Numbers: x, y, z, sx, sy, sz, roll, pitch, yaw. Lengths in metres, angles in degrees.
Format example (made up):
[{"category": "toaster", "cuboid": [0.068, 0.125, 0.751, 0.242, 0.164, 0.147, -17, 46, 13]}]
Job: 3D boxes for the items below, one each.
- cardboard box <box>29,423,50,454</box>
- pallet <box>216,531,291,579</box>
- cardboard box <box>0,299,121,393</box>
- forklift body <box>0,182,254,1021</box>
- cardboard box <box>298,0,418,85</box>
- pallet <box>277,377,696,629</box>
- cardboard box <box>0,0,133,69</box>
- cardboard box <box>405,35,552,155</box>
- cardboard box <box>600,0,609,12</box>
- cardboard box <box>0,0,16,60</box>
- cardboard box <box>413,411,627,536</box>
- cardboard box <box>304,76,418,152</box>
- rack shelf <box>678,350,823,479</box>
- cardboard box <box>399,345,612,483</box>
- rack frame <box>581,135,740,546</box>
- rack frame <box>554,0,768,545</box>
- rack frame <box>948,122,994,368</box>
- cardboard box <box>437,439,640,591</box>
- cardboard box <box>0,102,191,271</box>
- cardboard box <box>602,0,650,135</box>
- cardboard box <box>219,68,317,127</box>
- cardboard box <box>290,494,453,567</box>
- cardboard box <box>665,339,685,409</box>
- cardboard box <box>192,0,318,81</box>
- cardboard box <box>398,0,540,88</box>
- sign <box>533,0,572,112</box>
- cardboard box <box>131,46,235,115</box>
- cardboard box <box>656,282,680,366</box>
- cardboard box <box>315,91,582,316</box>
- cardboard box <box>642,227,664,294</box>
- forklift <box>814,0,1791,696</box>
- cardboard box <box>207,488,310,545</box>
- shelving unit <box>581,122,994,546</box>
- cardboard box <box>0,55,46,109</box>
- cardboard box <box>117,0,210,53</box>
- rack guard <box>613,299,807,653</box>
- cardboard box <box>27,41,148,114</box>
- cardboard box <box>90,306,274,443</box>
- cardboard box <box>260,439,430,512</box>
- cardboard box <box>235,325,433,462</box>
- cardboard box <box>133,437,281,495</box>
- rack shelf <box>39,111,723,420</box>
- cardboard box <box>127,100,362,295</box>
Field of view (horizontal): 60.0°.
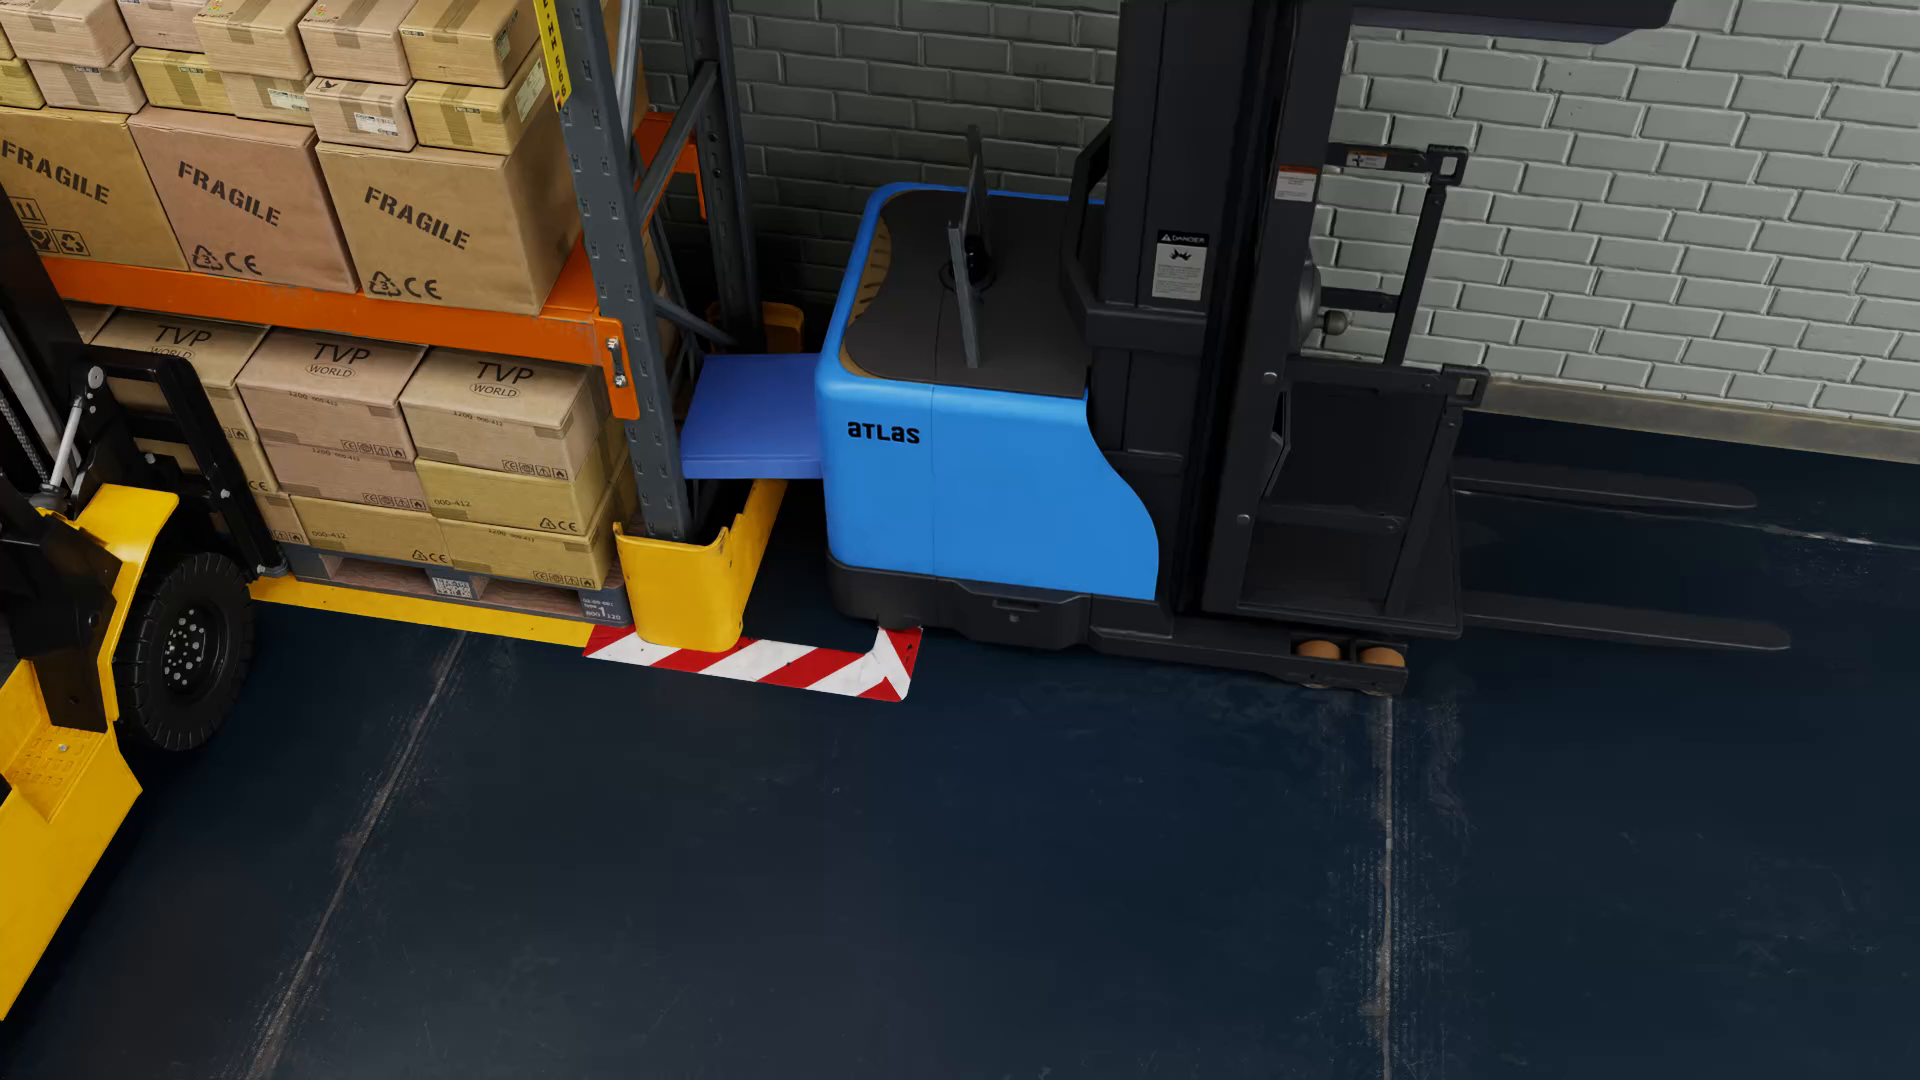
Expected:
[{"category": "cardboard box", "cuboid": [-2.858, -0.501, 5.414, 0.500, 0.250, 0.500, 8, 48, 7]}, {"category": "pallet", "cuboid": [-2.786, -0.383, 5.952, 1.213, 0.211, 1.003, 8, 49, 7]}, {"category": "cardboard box", "cuboid": [-2.837, -0.664, 5.224, 0.500, 0.250, 0.500, 7, 48, 6]}, {"category": "forklift body", "cuboid": [-3.019, 0.287, 4.046, 1.214, 2.155, 2.313, 8, 49, 7]}, {"category": "cardboard box", "cuboid": [-1.467, -1.334, 4.228, 0.250, 0.149, 0.380, 8, 49, 7]}, {"category": "pallet", "cuboid": [-1.589, -0.220, 5.805, 1.213, 0.211, 1.003, 8, 49, 7]}, {"category": "cardboard box", "cuboid": [-2.237, -1.389, 4.278, 0.250, 0.149, 0.380, 9, 49, 8]}, {"category": "cardboard box", "cuboid": [-1.220, -1.172, 4.283, 0.250, 0.149, 0.380, 8, 49, 7]}, {"category": "cardboard box", "cuboid": [-1.116, -1.566, 4.637, 0.250, 0.149, 0.380, 7, 48, 6]}, {"category": "cardboard box", "cuboid": [-2.493, -1.419, 4.305, 0.250, 0.149, 0.380, 9, 49, 8]}, {"category": "cardboard box", "cuboid": [-1.363, -0.305, 5.238, 0.500, 0.250, 0.500, 7, 48, 6]}, {"category": "cardboard box", "cuboid": [-1.477, -1.184, 4.294, 0.250, 0.149, 0.380, 8, 49, 7]}, {"category": "rack shelf", "cuboid": [-0.386, -0.373, 5.306, 1.000, 0.185, 0.538, 0, 47, 9]}, {"category": "cardboard box", "cuboid": [-1.337, -0.469, 5.049, 0.500, 0.250, 0.500, 9, 49, 8]}, {"category": "rack frame", "cuboid": [-0.909, -0.497, 5.256, 0.032, 1.500, 0.500, 0, 47, 9]}, {"category": "rack frame", "cuboid": [-0.829, -1.081, 4.705, 0.127, 3.000, 1.000, 8, 49, 7]}, {"category": "rack frame", "cuboid": [0.095, -0.492, 5.094, 0.032, 1.500, 0.500, 0, 47, 9]}, {"category": "cardboard box", "cuboid": [-1.347, -0.133, 5.419, 0.500, 0.250, 0.500, 8, 49, 7]}, {"category": "cardboard box", "cuboid": [-2.373, -1.130, 4.682, 0.500, 0.500, 0.500, 7, 48, 6]}, {"category": "cardboard box", "cuboid": [-1.267, -1.383, 4.909, 0.500, 0.500, 0.500, 9, 49, 8]}, {"category": "cardboard box", "cuboid": [-1.721, -1.263, 4.365, 0.250, 0.149, 0.380, 8, 49, 8]}, {"category": "cardboard box", "cuboid": [-1.835, -0.206, 5.485, 0.500, 0.250, 0.500, 8, 49, 7]}, {"category": "cardboard box", "cuboid": [-1.277, -0.510, 5.758, 0.500, 0.250, 0.500, 8, 49, 7]}, {"category": "cardboard box", "cuboid": [-1.729, -1.348, 4.242, 0.250, 0.149, 0.380, 9, 49, 8]}, {"category": "cardboard box", "cuboid": [-1.219, -1.324, 4.220, 0.250, 0.149, 0.380, 8, 49, 7]}, {"category": "sign", "cuboid": [-0.939, -1.152, 3.831, 0.005, 0.325, 0.100, 8, 49, 7]}, {"category": "cardboard box", "cuboid": [-1.963, -1.304, 4.402, 0.250, 0.149, 0.380, 7, 48, 7]}, {"category": "cardboard box", "cuboid": [-1.255, -0.684, 5.578, 0.500, 0.250, 0.500, 8, 49, 8]}, {"category": "cardboard box", "cuboid": [-1.360, -0.987, 4.553, 0.500, 0.500, 0.500, 7, 48, 6]}, {"category": "cardboard box", "cuboid": [-1.268, -0.839, 5.381, 0.500, 0.250, 0.500, 7, 48, 6]}, {"category": "forklift", "cuboid": [1.127, -0.910, 4.597, 3.031, 2.935, 1.130, 6, 48, 6]}, {"category": "cardboard box", "cuboid": [-2.326, -0.279, 5.550, 0.500, 0.250, 0.500, 8, 49, 7]}, {"category": "shelving unit", "cuboid": [-0.407, -0.495, 5.175, 1.048, 1.500, 0.538, 0, 47, 9]}, {"category": "cardboard box", "cuboid": [-2.486, -1.324, 4.420, 0.250, 0.149, 0.380, 8, 49, 7]}, {"category": "cardboard box", "cuboid": [-1.961, -1.436, 4.320, 0.250, 0.149, 0.380, 8, 49, 7]}, {"category": "rack guard", "cuboid": [-0.805, -0.242, 5.632, 0.348, 0.500, 1.175, 8, 49, 7]}, {"category": "cardboard box", "cuboid": [-2.234, -1.305, 4.403, 0.250, 0.149, 0.380, 6, 48, 6]}, {"category": "cardboard box", "cuboid": [-2.339, -0.592, 5.159, 0.500, 0.250, 0.500, 8, 49, 7]}, {"category": "cardboard box", "cuboid": [-1.855, -0.379, 5.304, 0.500, 0.250, 0.500, 7, 48, 6]}, {"category": "cardboard box", "cuboid": [-1.841, -0.532, 5.106, 0.500, 0.250, 0.500, 8, 49, 8]}, {"category": "cardboard box", "cuboid": [-2.367, -0.432, 5.352, 0.500, 0.250, 0.500, 7, 48, 6]}, {"category": "rack shelf", "cuboid": [-2.797, -1.105, 5.210, 4.000, 0.370, 1.077, 8, 49, 7]}, {"category": "cardboard box", "cuboid": [-1.869, -1.063, 4.621, 0.500, 0.500, 0.500, 9, 49, 8]}]
